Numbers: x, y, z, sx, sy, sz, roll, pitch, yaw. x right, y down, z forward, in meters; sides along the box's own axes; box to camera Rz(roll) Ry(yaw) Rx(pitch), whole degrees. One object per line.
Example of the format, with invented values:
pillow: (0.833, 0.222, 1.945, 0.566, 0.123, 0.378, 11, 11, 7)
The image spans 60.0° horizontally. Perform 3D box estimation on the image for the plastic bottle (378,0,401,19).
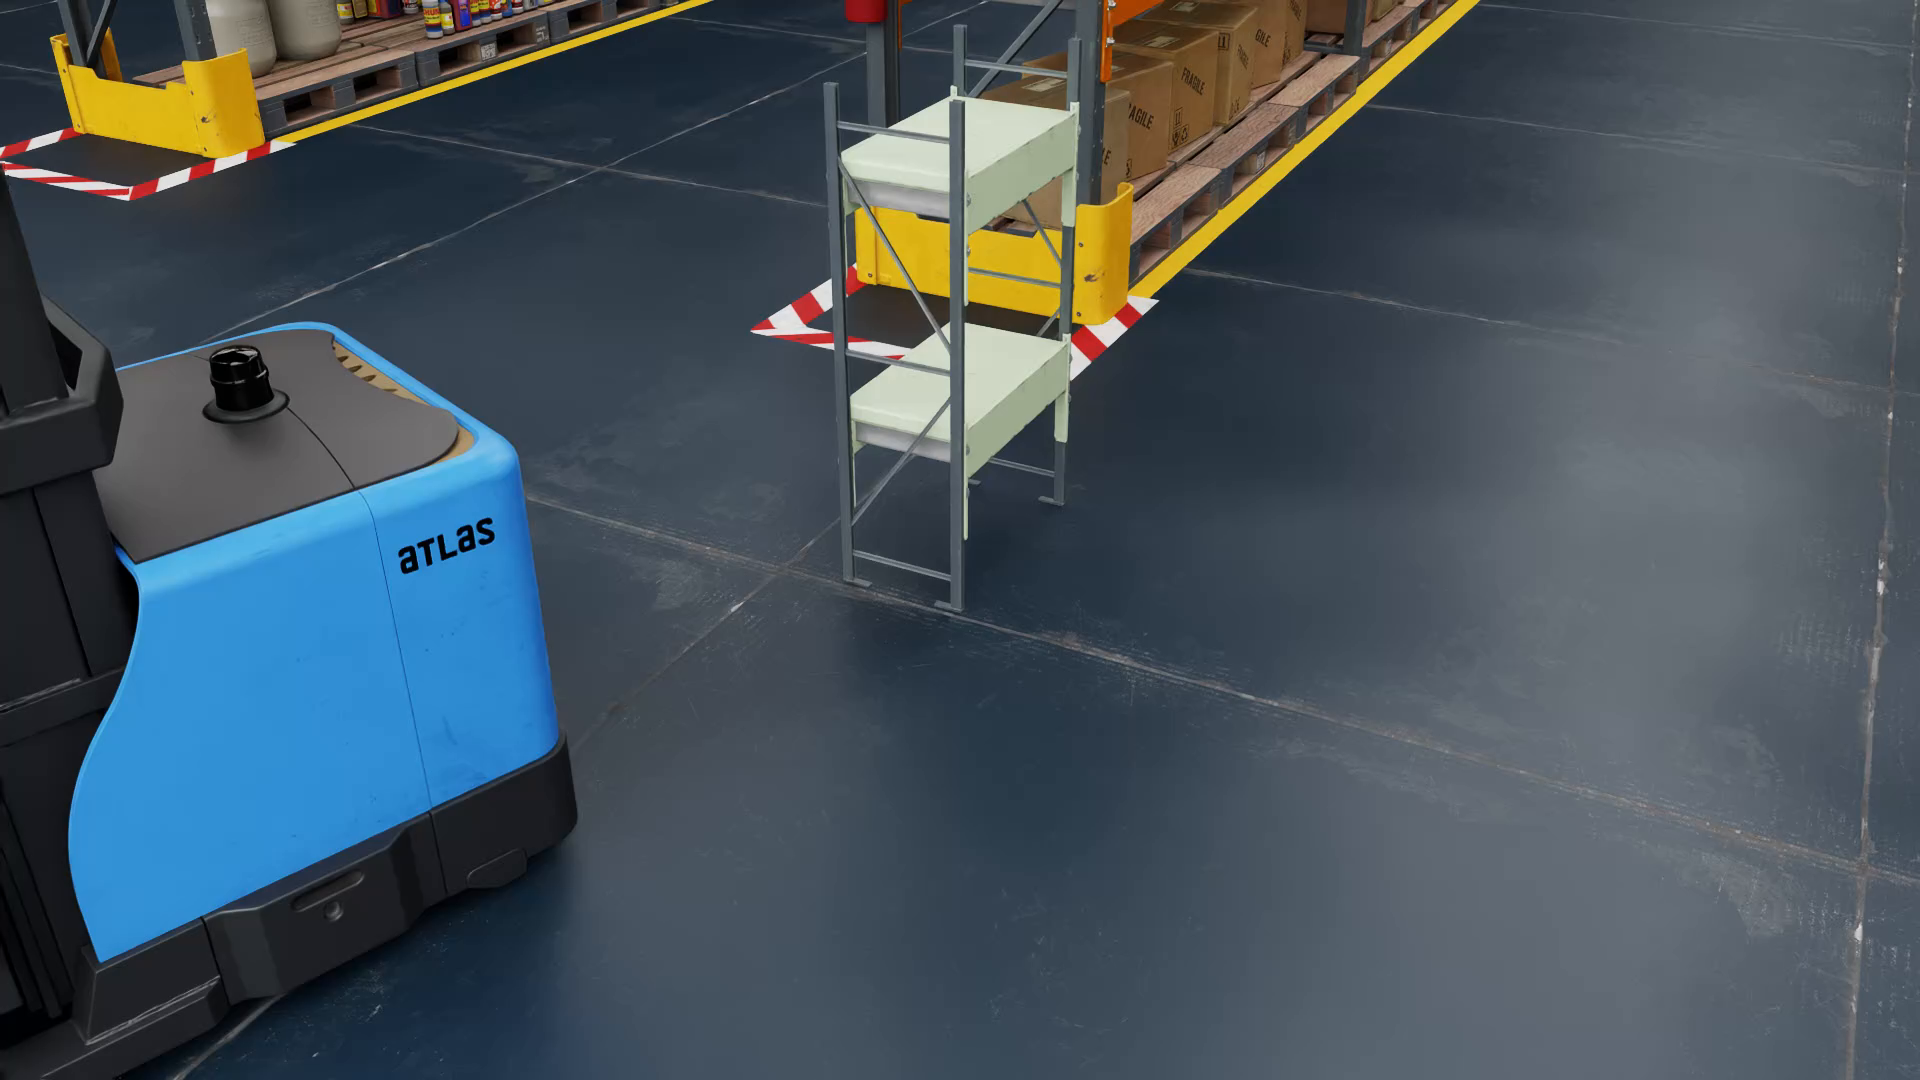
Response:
plastic bottle: (-3.636, -3.470, 10.566, 0.061, 0.283, 0.133, 14, 33, 23)

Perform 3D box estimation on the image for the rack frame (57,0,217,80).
rack frame: (-4.317, -3.462, 8.266, 1.000, 3.000, 0.127, 14, 33, 23)

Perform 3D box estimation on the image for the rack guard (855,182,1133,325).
rack guard: (0.127, -1.288, 6.991, 1.175, 0.500, 0.348, 14, 33, 23)

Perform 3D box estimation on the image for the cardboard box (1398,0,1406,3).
cardboard box: (2.702, -3.941, 11.169, 0.700, 0.500, 0.500, 11, 32, 19)

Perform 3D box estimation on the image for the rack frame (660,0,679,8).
rack frame: (-2.494, -5.235, 11.354, 1.000, 3.000, 0.127, 14, 33, 23)

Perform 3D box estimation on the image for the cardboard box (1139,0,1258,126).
cardboard box: (1.230, -2.493, 8.667, 0.500, 0.500, 0.500, 11, 32, 19)

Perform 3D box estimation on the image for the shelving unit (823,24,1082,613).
shelving unit: (-0.003, -0.647, 4.871, 0.431, 1.500, 0.755, 14, 33, 23)

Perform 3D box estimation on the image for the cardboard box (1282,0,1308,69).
cardboard box: (1.697, -3.041, 9.622, 0.500, 0.500, 0.500, 13, 32, 22)

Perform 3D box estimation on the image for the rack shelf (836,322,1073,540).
rack shelf: (-0.003, -0.365, 5.034, 0.431, 0.370, 0.720, 14, 33, 23)

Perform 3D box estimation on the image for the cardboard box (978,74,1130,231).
cardboard box: (0.392, -1.709, 7.303, 0.500, 0.500, 0.500, 21, 36, 32)

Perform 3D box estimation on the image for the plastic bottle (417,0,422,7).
plastic bottle: (-3.596, -3.659, 10.828, 0.144, 0.351, 0.185, 16, 33, 25)

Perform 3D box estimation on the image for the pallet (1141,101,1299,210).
pallet: (1.086, -2.054, 8.614, 1.003, 0.211, 1.213, 14, 33, 23)

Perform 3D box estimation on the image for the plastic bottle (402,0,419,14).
plastic bottle: (-3.548, -3.500, 10.700, 0.097, 0.201, 0.097, 0, 30, 0)

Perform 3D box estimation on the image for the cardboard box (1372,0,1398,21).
cardboard box: (2.448, -3.693, 10.737, 0.700, 0.500, 0.500, 14, 33, 23)

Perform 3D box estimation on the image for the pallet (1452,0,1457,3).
pallet: (3.380, -4.329, 12.577, 1.003, 0.211, 1.213, 14, 33, 23)

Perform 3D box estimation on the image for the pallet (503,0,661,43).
pallet: (-2.837, -3.738, 11.547, 1.003, 0.211, 1.213, 14, 33, 23)

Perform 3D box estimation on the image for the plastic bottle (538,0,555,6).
plastic bottle: (-2.766, -3.698, 10.896, 0.144, 0.351, 0.185, 14, 33, 23)

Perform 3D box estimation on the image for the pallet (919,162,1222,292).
pallet: (0.529, -1.515, 7.676, 1.003, 0.211, 1.213, 14, 33, 23)

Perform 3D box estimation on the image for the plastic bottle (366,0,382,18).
plastic bottle: (-3.731, -3.491, 10.610, 0.152, 0.276, 0.135, 15, 33, 24)

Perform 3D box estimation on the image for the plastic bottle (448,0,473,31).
plastic bottle: (-3.094, -3.304, 10.277, 0.061, 0.283, 0.133, 15, 33, 24)

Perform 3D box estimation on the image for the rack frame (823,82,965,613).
rack frame: (-0.170, -0.485, 4.589, 0.400, 1.500, 0.023, 14, 33, 23)

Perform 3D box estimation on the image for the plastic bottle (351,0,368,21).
plastic bottle: (-3.833, -3.444, 10.521, 0.061, 0.283, 0.133, 15, 33, 24)

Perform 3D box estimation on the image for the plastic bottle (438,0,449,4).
plastic bottle: (-3.368, -3.686, 10.951, 0.152, 0.276, 0.135, 14, 33, 23)

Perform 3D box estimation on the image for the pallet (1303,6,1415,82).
pallet: (2.268, -3.248, 10.693, 1.003, 0.211, 1.213, 14, 33, 23)

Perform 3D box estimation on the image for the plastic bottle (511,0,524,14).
plastic bottle: (-2.873, -3.503, 10.707, 0.097, 0.201, 0.097, 0, 30, 0)

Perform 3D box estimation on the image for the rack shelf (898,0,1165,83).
rack shelf: (1.004, -2.913, 8.033, 1.077, 0.370, 4.000, 14, 33, 23)

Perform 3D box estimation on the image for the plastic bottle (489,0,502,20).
plastic bottle: (-2.966, -3.412, 10.548, 0.097, 0.201, 0.097, 0, 30, 0)

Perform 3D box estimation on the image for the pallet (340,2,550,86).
pallet: (-3.392, -3.195, 10.601, 1.003, 0.211, 1.213, 14, 33, 23)

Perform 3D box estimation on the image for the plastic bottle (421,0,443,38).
plastic bottle: (-3.213, -3.202, 10.113, 0.097, 0.271, 0.097, 0, 30, 0)

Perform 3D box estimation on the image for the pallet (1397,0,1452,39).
pallet: (2.823, -3.791, 11.639, 1.003, 0.211, 1.213, 14, 33, 23)

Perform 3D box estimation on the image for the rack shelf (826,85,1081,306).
rack shelf: (-0.003, -0.986, 4.677, 0.431, 0.370, 0.720, 14, 33, 23)

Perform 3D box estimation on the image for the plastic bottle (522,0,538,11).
plastic bottle: (-2.843, -3.594, 10.790, 0.152, 0.276, 0.135, 15, 33, 24)

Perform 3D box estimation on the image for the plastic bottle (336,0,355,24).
plastic bottle: (-3.870, -3.353, 10.444, 0.097, 0.201, 0.097, 0, 30, 0)

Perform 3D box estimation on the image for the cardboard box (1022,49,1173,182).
cardboard box: (0.634, -1.982, 7.778, 0.500, 0.500, 0.500, 24, 38, 36)

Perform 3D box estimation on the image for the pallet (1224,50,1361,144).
pallet: (1.640, -2.596, 9.559, 1.003, 0.211, 1.213, 14, 33, 23)

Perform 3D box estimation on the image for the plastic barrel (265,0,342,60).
plastic barrel: (-3.856, -3.096, 9.706, 0.421, 0.512, 0.421, 0, 30, 0)

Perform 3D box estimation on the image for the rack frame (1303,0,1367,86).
rack frame: (1.915, -4.111, 9.397, 1.000, 3.000, 0.127, 14, 33, 23)

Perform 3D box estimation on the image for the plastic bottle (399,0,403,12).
plastic bottle: (-3.668, -3.552, 10.717, 0.152, 0.276, 0.135, 13, 32, 22)

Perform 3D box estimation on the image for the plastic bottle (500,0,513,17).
plastic bottle: (-2.919, -3.489, 10.611, 0.097, 0.271, 0.097, 0, 30, 0)

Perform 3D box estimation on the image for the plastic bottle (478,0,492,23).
plastic bottle: (-3.011, -3.399, 10.454, 0.097, 0.271, 0.097, 0, 30, 0)

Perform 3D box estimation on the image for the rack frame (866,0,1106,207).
rack frame: (0.093, -2.338, 6.310, 1.000, 3.000, 0.127, 14, 33, 23)

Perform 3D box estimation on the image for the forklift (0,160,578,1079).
forklift: (-2.336, -0.221, 2.691, 3.031, 2.935, 1.130, -24, 38, -36)

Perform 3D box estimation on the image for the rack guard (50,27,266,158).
rack guard: (-4.324, -2.422, 8.966, 1.175, 0.500, 0.348, 14, 33, 23)

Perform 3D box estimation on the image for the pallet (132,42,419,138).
pallet: (-3.949, -2.656, 9.663, 1.003, 0.211, 1.213, 14, 33, 23)

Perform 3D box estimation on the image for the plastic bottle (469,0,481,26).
plastic bottle: (-3.057, -3.354, 10.377, 0.097, 0.271, 0.097, 0, 30, 0)

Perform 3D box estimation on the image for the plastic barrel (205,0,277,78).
plastic barrel: (-4.085, -2.874, 9.319, 0.421, 0.512, 0.421, 0, 30, 0)

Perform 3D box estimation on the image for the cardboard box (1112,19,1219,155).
cardboard box: (0.936, -2.255, 8.254, 0.500, 0.500, 0.500, 18, 34, 28)

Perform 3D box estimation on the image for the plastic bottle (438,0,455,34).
plastic bottle: (-3.166, -3.218, 10.210, 0.097, 0.201, 0.097, 0, 30, 0)

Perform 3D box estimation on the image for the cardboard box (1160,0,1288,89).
cardboard box: (1.443, -2.786, 9.177, 0.500, 0.500, 0.500, -26, 39, -37)

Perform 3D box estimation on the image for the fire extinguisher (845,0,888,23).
fire extinguisher: (-0.370, -2.358, 6.423, 0.296, 0.674, 0.183, 14, 33, 23)

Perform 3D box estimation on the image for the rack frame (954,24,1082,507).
rack frame: (0.164, -0.810, 5.154, 0.400, 1.500, 0.023, 14, 33, 23)

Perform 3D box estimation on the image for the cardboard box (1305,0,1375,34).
cardboard box: (2.214, -3.486, 10.376, 0.700, 0.500, 0.500, 12, 32, 20)
